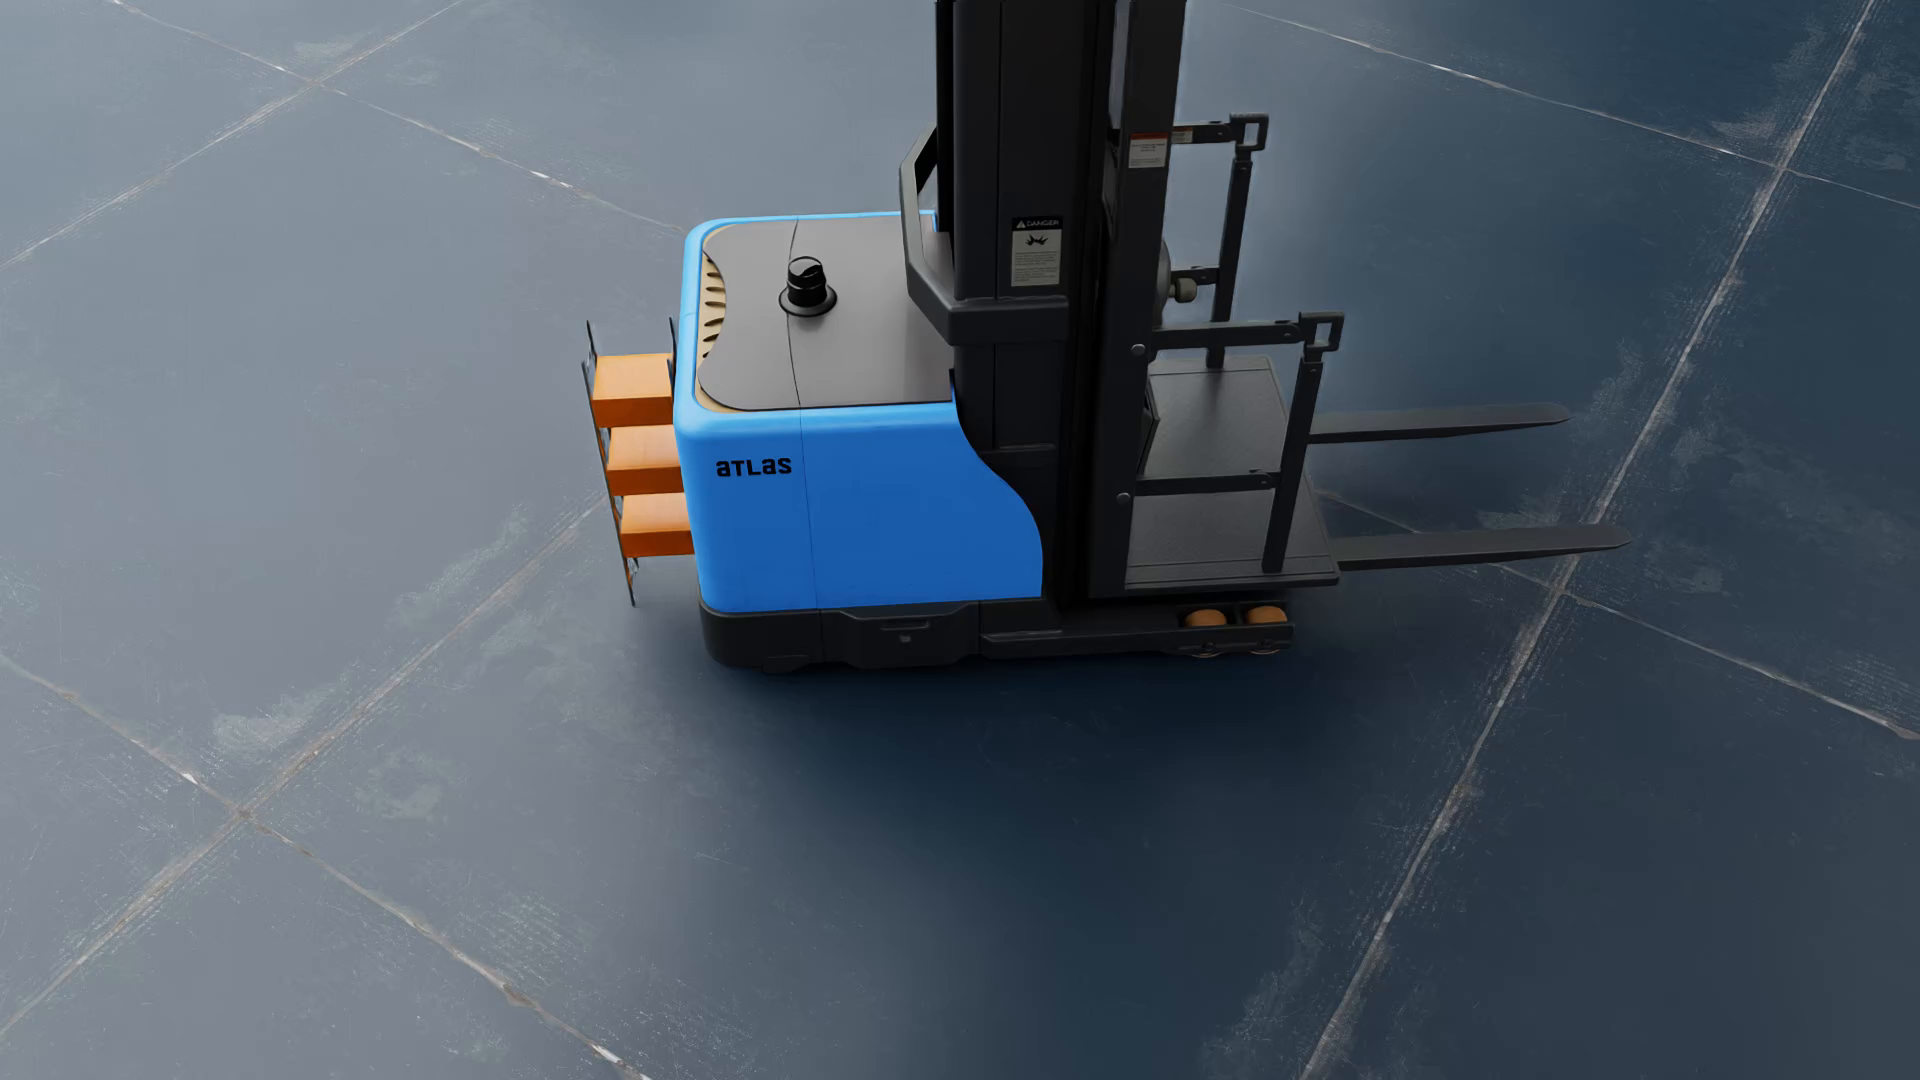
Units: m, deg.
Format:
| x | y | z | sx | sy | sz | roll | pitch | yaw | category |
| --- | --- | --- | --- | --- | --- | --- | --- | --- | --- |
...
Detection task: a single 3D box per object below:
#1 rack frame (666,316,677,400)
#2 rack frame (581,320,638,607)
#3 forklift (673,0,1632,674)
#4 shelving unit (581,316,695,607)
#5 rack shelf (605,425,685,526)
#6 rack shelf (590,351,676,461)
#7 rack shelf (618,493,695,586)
| x | y | z | sx | sy | sz | roll | pitch | yaw | category |
| --- | --- | --- | --- | --- | --- | --- | --- | --- | --- |
| -0.850 | -0.227 | 5.239 | 0.008 | 1.050 | 0.200 | -3 | 46 | -3 | rack frame |
| -1.094 | -0.214 | 5.226 | 0.008 | 1.050 | 0.200 | -3 | 46 | -3 | rack frame |
| 0.666 | -1.019 | 4.696 | 3.031 | 2.935 | 1.130 | -3 | 46 | -3 | forklift |
| -0.972 | -0.221 | 5.232 | 0.252 | 1.050 | 0.215 | -3 | 46 | -3 | shelving unit |
| -0.972 | -0.213 | 5.240 | 0.240 | 0.259 | 0.215 | -3 | 46 | -3 | rack shelf |
| -0.972 | -0.411 | 5.036 | 0.240 | 0.259 | 0.215 | -3 | 46 | -3 | rack shelf |
| -0.972 | -0.019 | 5.439 | 0.240 | 0.259 | 0.215 | -3 | 46 | -3 | rack shelf |
